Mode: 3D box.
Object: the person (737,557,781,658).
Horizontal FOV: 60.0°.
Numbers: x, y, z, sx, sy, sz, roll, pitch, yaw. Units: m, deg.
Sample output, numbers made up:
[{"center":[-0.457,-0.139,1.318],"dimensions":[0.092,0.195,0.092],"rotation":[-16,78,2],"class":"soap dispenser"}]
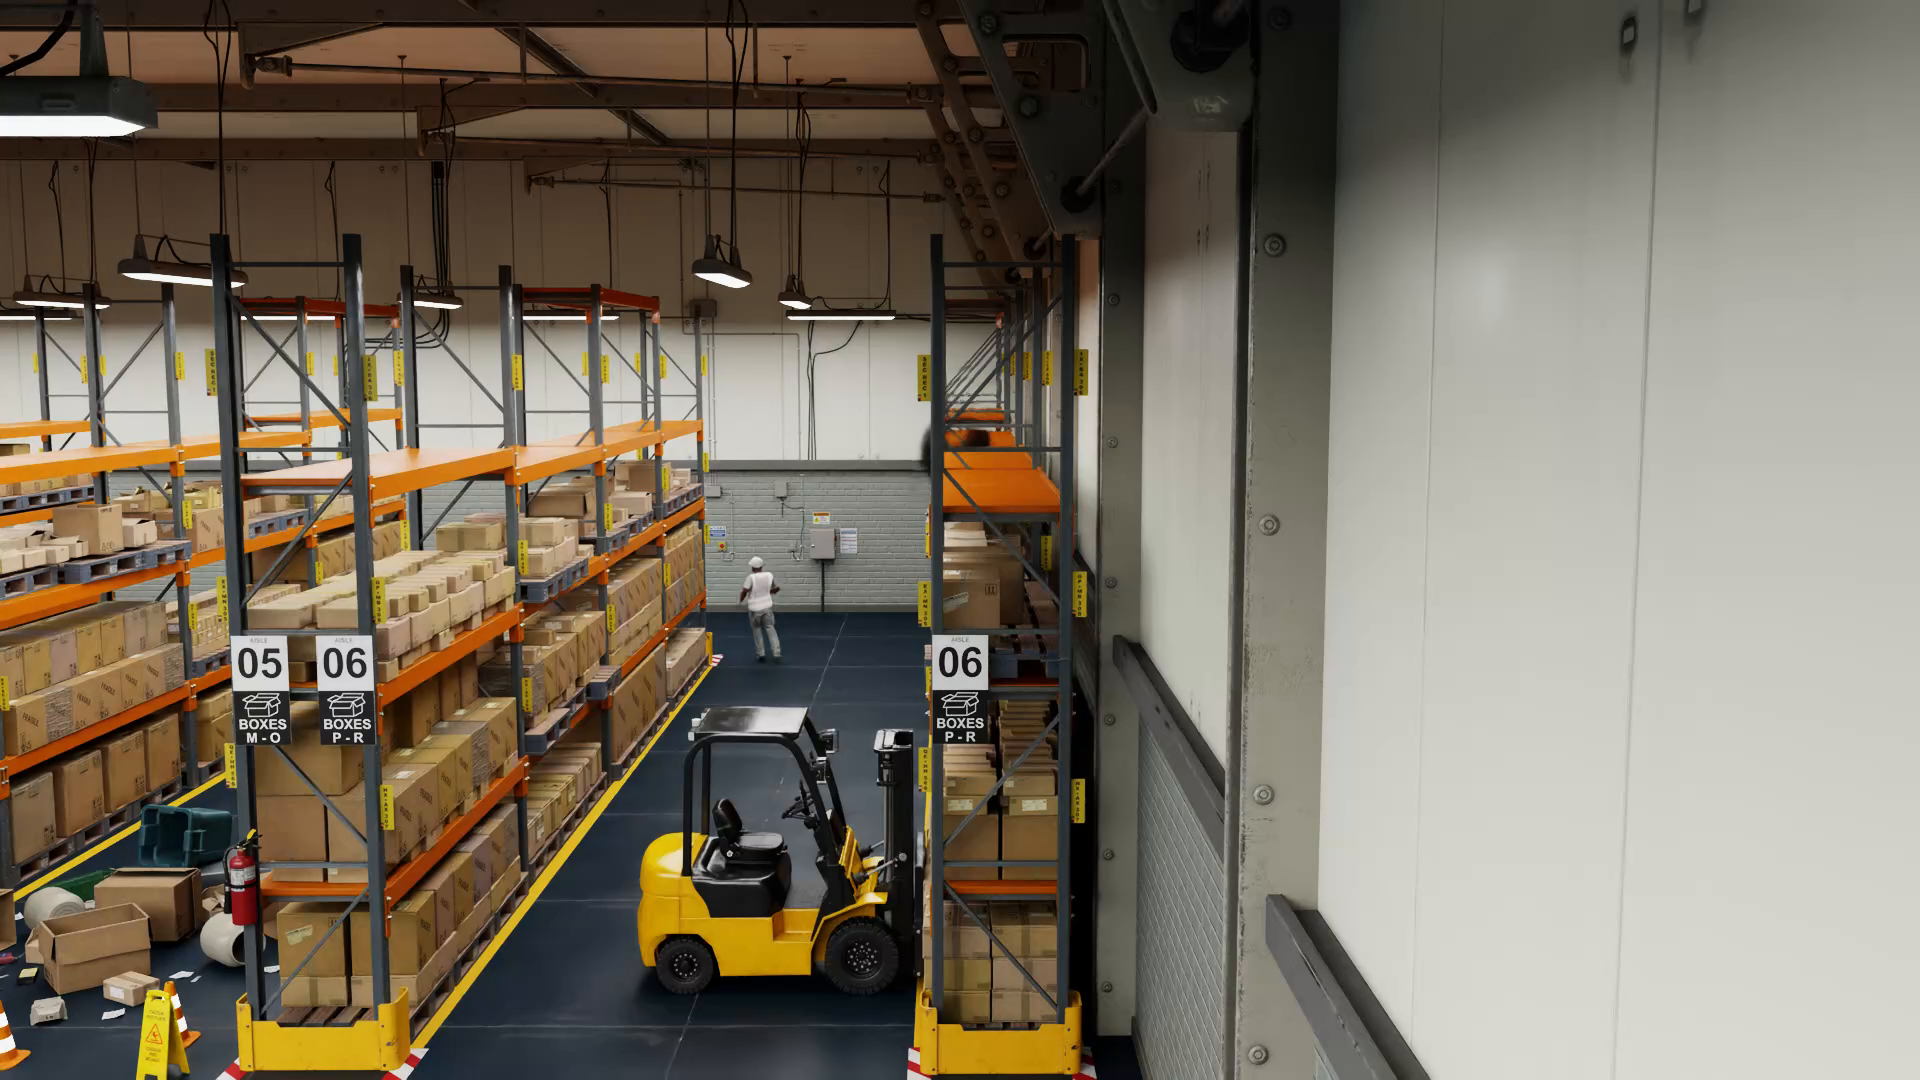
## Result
[{"center":[-3.425,1.166,28.171],"dimensions":[0.746,1.796,0.784],"rotation":[-3,7,-26],"class":"person"}]
